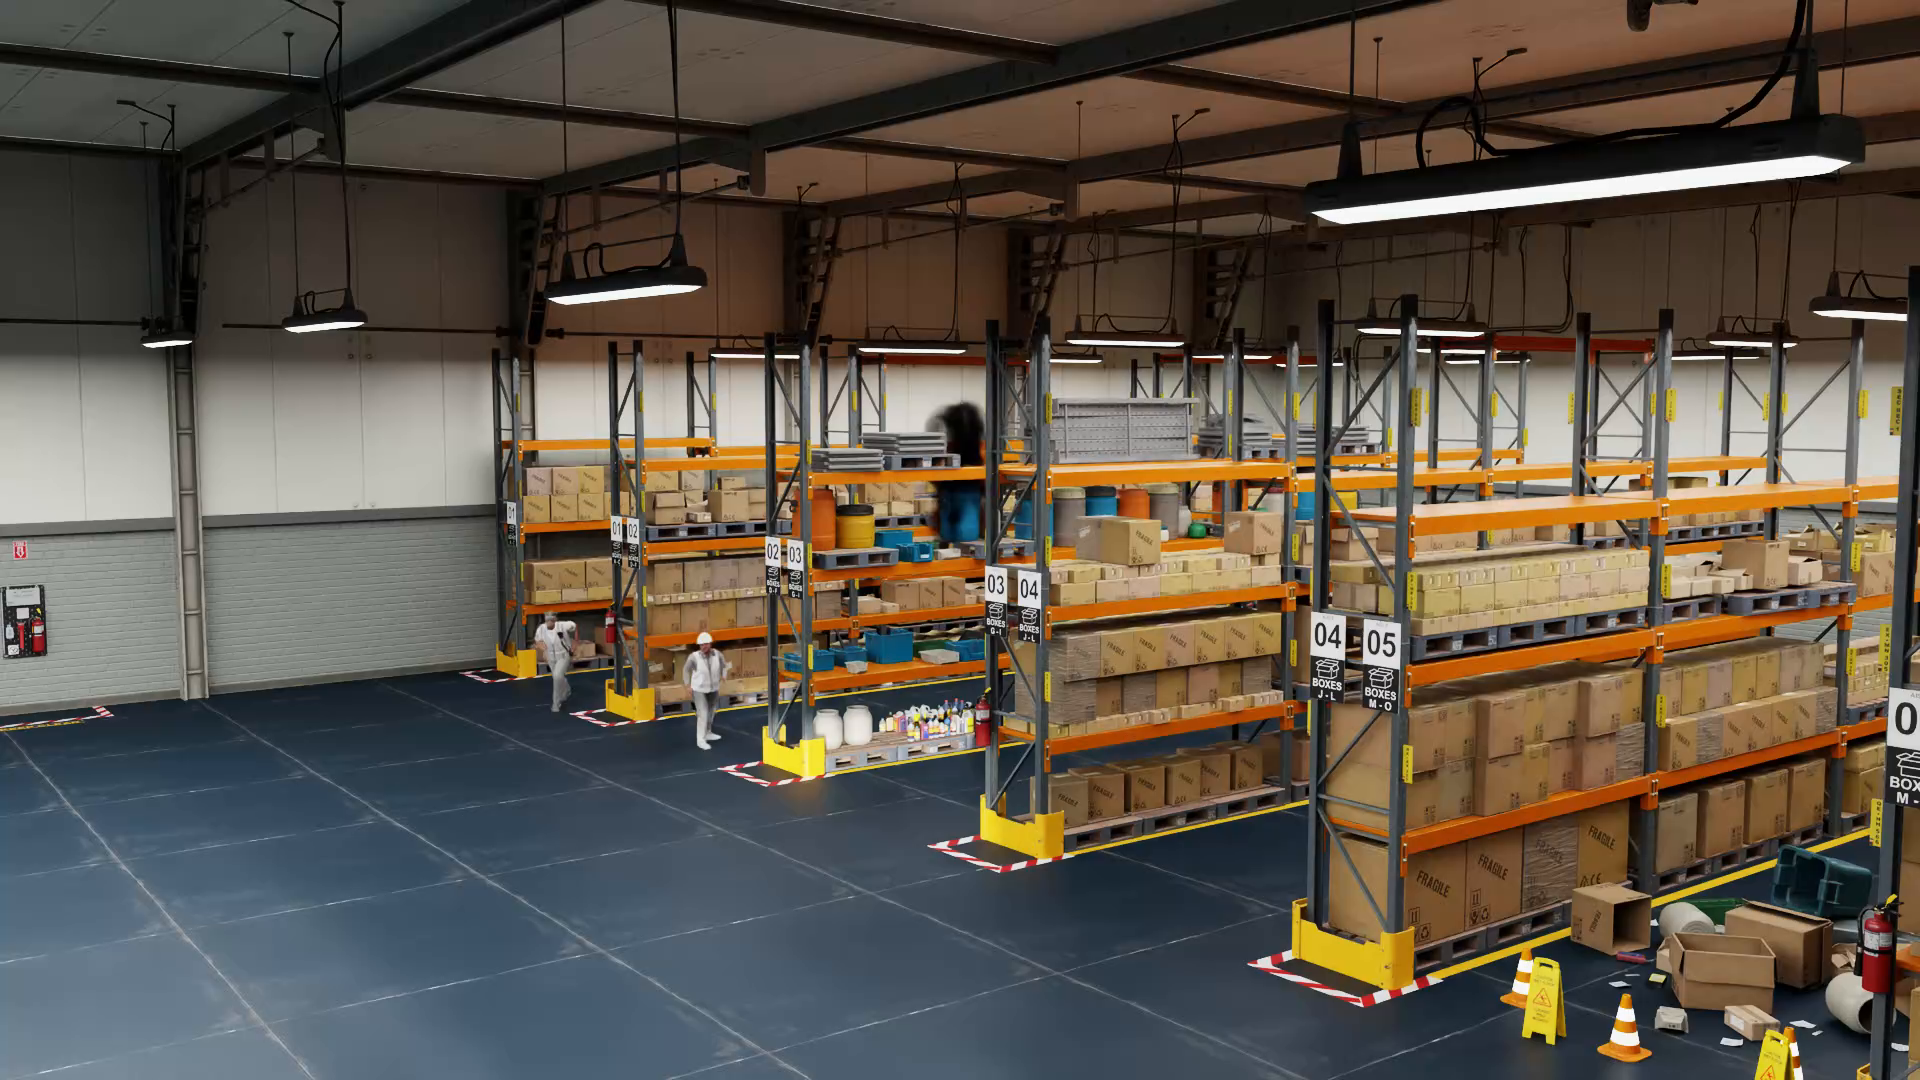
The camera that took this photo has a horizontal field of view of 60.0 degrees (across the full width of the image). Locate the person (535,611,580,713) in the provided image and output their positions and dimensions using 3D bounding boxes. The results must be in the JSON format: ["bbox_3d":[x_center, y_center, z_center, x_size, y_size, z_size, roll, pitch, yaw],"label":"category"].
[{"bbox_3d":[-6.590,1.970,27.323,0.664,1.725,1.022,1,5,7],"label":"person"}]

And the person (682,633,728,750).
[{"bbox_3d":[-3.695,2.182,24.380,0.660,1.710,0.870,-4,6,-39],"label":"person"}]
